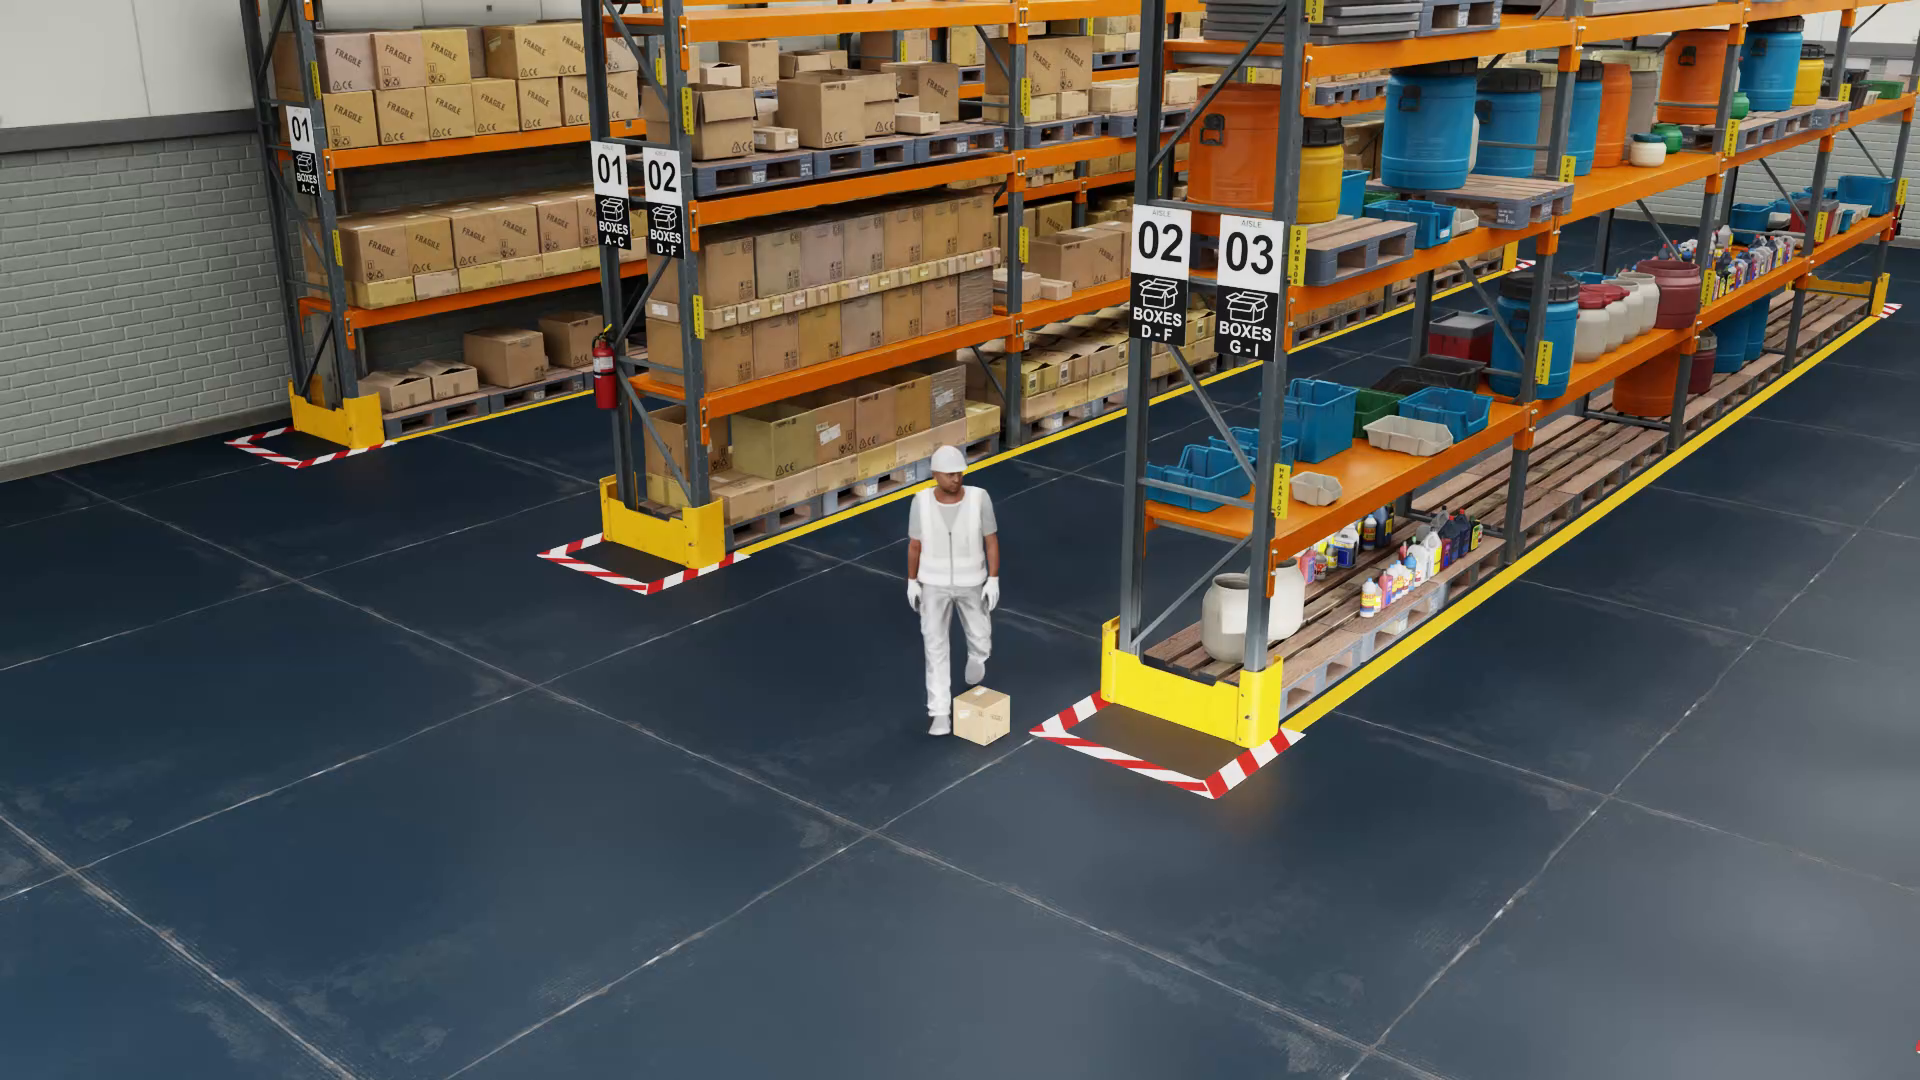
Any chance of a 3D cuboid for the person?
[{"bbox_3d":[-0.041,0.274,10.344,0.579,1.743,0.943,0,20,-1],"label":"person"}]
